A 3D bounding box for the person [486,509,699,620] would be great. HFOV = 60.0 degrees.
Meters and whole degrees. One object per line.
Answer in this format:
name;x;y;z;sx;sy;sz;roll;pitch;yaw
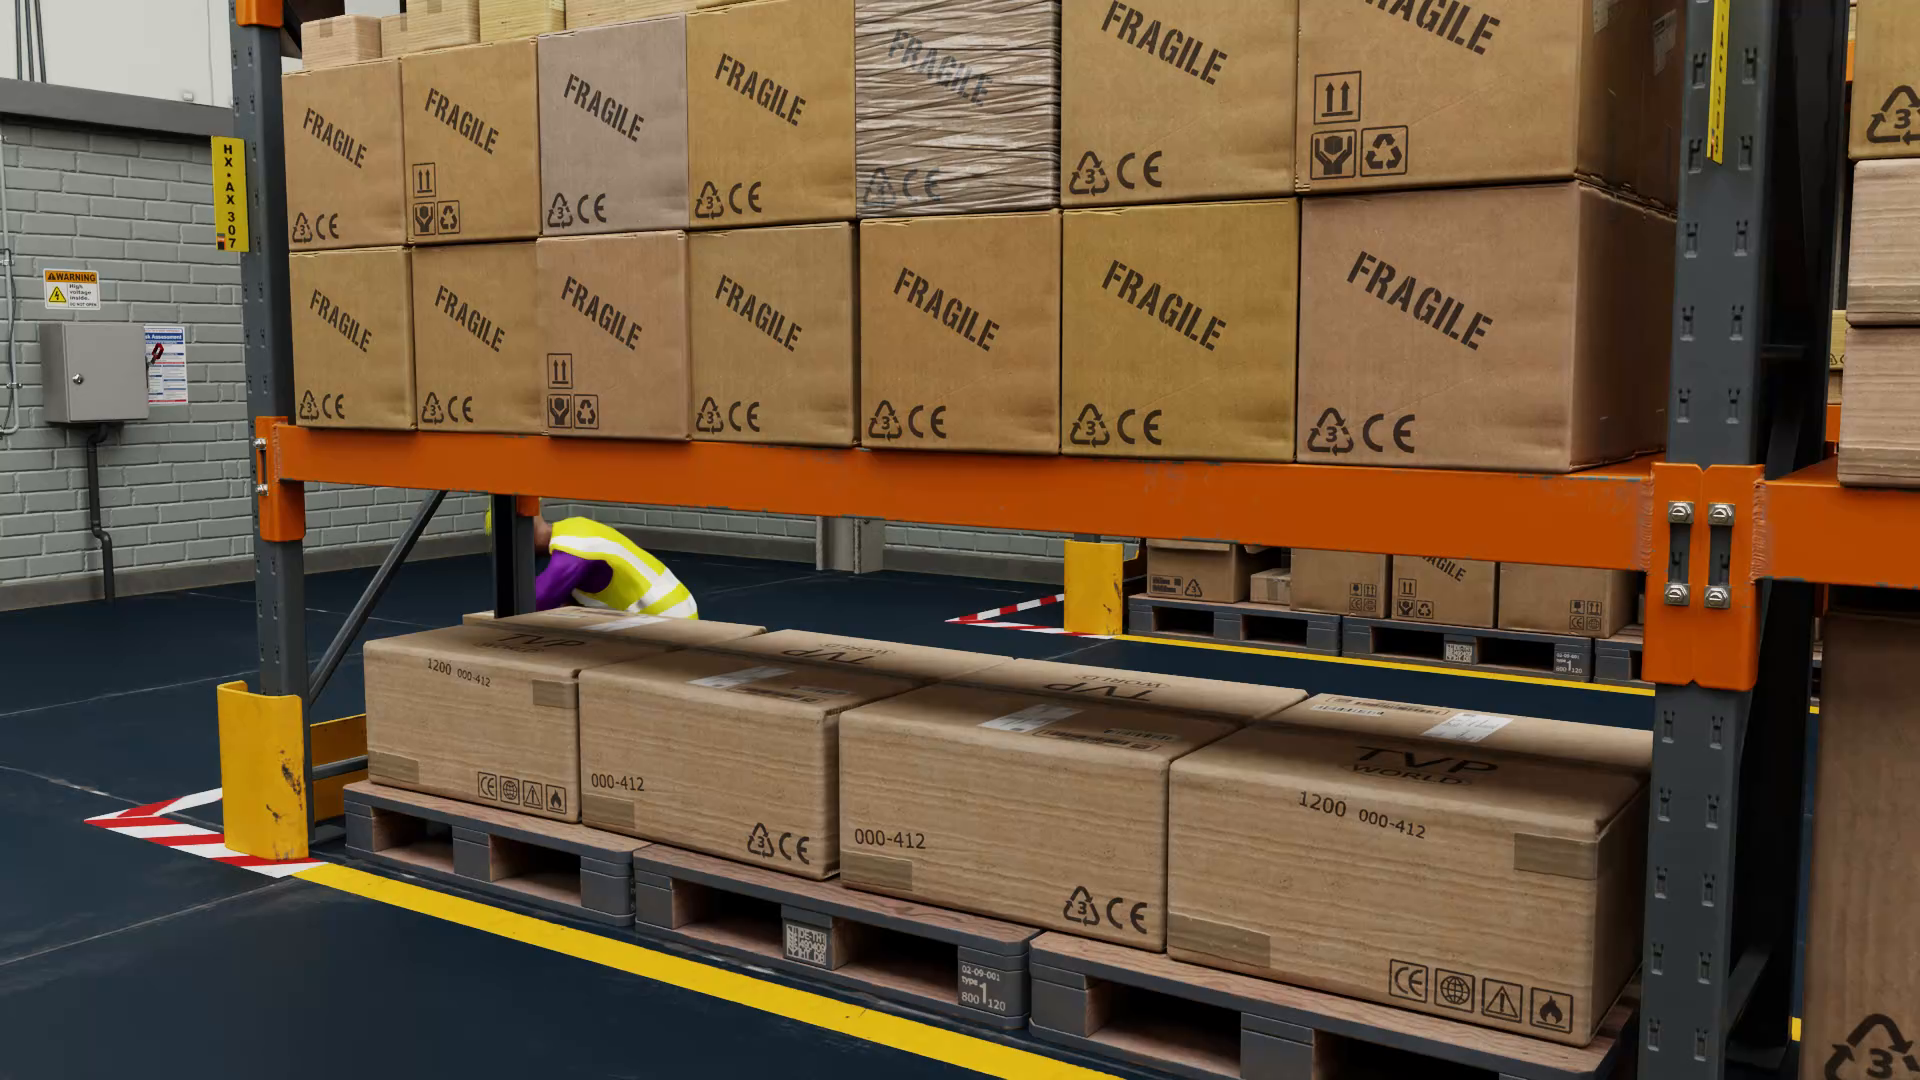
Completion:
person;-1.570;0.280;6.864;0.958;0.959;0.574;0;6;-3
